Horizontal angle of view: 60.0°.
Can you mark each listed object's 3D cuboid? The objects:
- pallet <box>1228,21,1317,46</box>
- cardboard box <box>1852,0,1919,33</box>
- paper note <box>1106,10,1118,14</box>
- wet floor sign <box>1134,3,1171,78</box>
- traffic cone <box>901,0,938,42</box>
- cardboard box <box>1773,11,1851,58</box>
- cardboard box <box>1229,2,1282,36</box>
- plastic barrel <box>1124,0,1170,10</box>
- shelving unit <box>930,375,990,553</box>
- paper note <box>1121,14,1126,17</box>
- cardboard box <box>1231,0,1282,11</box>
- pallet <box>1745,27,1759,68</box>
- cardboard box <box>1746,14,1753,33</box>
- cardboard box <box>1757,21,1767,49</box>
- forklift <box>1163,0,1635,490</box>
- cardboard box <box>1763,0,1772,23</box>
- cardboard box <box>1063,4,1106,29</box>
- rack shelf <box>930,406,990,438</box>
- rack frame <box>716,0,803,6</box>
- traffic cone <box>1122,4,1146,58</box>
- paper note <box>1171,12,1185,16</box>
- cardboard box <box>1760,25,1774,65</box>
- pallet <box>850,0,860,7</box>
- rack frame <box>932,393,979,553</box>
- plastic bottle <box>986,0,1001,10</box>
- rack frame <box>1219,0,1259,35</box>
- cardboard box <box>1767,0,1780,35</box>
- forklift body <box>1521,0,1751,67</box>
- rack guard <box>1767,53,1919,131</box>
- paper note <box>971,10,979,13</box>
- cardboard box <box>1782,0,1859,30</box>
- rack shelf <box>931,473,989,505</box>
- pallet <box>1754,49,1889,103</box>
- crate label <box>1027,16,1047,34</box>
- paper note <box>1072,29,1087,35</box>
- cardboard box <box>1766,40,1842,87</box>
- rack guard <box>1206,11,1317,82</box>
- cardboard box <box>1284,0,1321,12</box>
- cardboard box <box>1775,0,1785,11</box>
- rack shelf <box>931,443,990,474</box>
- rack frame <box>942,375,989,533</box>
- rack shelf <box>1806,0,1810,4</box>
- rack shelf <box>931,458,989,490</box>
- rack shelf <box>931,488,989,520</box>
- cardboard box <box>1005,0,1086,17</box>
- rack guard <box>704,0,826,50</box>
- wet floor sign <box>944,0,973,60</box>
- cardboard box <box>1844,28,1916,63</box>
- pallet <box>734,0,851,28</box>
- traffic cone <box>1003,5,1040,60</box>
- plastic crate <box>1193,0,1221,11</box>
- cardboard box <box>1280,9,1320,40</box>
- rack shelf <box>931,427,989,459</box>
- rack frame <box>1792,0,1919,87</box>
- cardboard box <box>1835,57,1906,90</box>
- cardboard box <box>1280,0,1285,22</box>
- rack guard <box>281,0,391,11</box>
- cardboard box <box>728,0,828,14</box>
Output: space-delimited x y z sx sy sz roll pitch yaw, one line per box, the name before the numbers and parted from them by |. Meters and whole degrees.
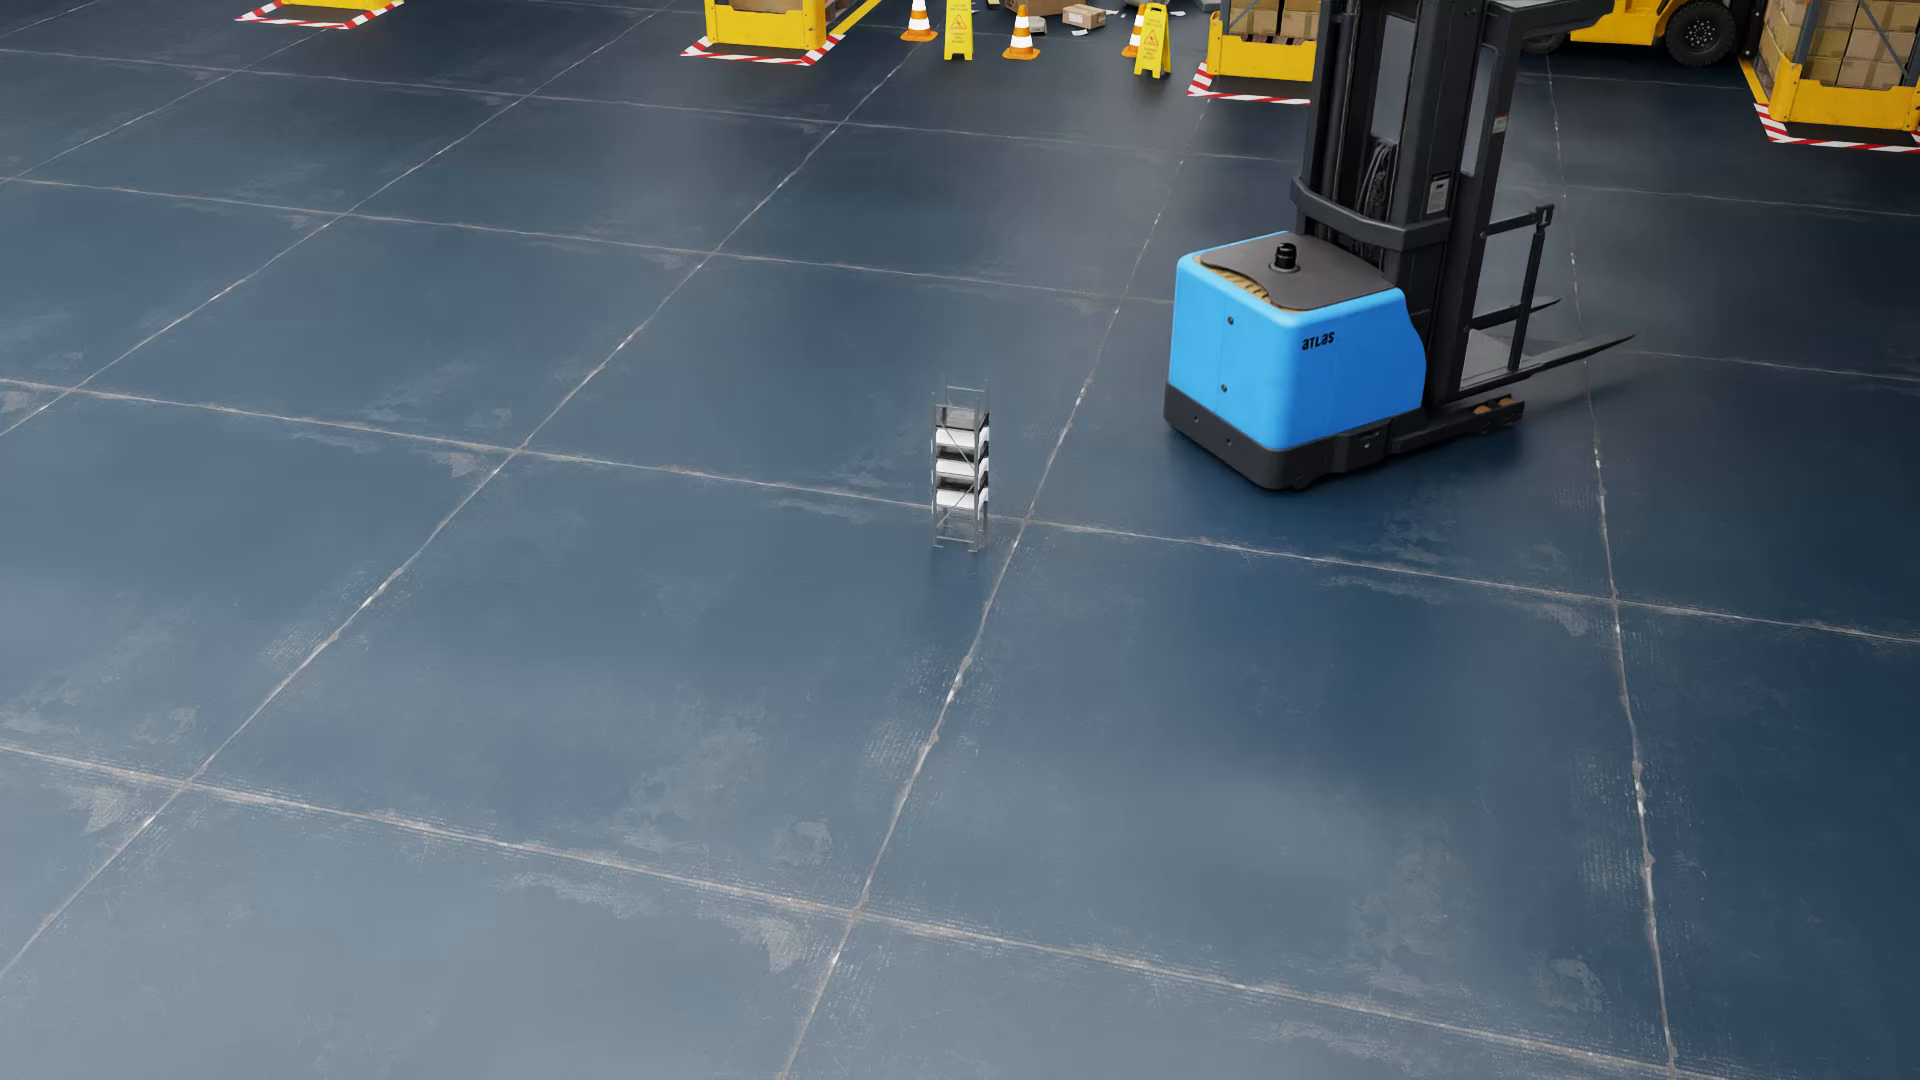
pallet | 3.157 -4.900 16.261 1.003 0.211 1.213 8 33 12
cardboard box | 8.005 -4.609 14.443 0.500 0.250 0.500 8 33 12
paper note | 1.573 -5.544 17.454 0.148 0.019 0.142 20 38 29
wet floor sign | 1.814 -4.674 15.501 0.267 0.644 0.232 20 38 29
traffic cone | -0.408 -5.253 16.582 0.336 0.463 0.334 8 33 12
cardboard box | 7.521 -4.469 14.690 0.500 0.250 0.500 8 33 12
cardboard box | 2.848 -5.106 16.157 0.500 0.250 0.500 8 33 12
plastic barrel | 1.957 -5.811 17.496 0.421 0.421 0.512 -21 38 -29
shelving unit | 0.002 -0.384 8.515 0.258 0.900 0.210 8 33 12
paper note | 1.704 -5.470 17.344 0.032 0.001 0.123 8 33 12
cardboard box | 2.849 -5.405 15.928 0.500 0.500 0.500 8 33 13
pallet | 8.165 -4.803 16.109 1.003 0.211 1.213 8 33 12
cardboard box | 7.894 -5.038 16.050 0.500 0.250 0.500 9 34 14
cardboard box | 7.784 -4.765 15.621 0.500 0.250 0.500 8 33 13
forklift | 2.727 -2.080 9.290 3.031 2.935 1.130 -17 36 -25
cardboard box | 7.769 -4.999 15.523 0.500 0.250 0.500 7 33 11
cardboard box | 1.276 -5.372 17.062 0.380 0.149 0.250 28 42 36
rack shelf | 0.002 -0.584 8.388 0.258 0.077 0.200 8 33 12
rack frame | -1.916 -6.242 15.772 1.000 3.000 0.127 8 33 12
traffic cone | 1.759 -4.948 16.103 0.336 0.463 0.334 8 33 12
paper note | 2.285 -5.513 17.394 0.142 0.019 0.148 -3 33 -4
cardboard box | 7.649 -4.507 15.215 0.500 0.250 0.500 8 33 12
pallet | -1.477 -6.122 18.183 1.003 0.211 1.213 8 33 12
rack frame | -0.024 -0.331 8.432 0.240 0.900 0.006 8 33 12
plastic bottle | 0.350 -5.700 17.659 0.133 0.061 0.283 -3 33 -4
rack frame | 2.898 -5.620 14.795 1.000 3.000 0.127 8 33 12
cardboard box | 7.658 -4.728 15.097 0.500 0.250 0.500 8 33 12
forklift body | 6.416 -5.821 15.901 2.313 2.155 1.214 8 33 12
rack guard | 7.694 -3.879 14.386 1.175 0.500 0.348 8 33 12
paper note | 0.113 -5.549 17.452 0.144 0.017 0.142 20 38 29
cardboard box | 7.515 -4.667 14.534 0.500 0.250 0.500 9 34 14
rack shelf | 0.002 -0.280 8.581 0.258 0.077 0.200 8 33 12
pallet | 7.853 -4.172 15.116 1.003 0.211 1.213 8 33 12
crate label | 0.738 -5.202 16.805 0.250 0.136 0.298 -8 33 -13
paper note | 1.212 -5.129 16.789 0.148 0.019 0.142 -3 33 -4
cardboard box | 7.513 -4.250 14.811 0.500 0.250 0.500 8 33 13
rack guard | 2.917 -4.605 15.527 1.175 0.500 0.348 8 33 12
cardboard box | 3.375 -5.347 15.837 0.500 0.500 0.500 7 33 11
cardboard box | 7.639 -4.932 14.952 0.500 0.250 0.500 9 33 13
rack shelf | 0.002 -0.432 8.485 0.258 0.077 0.200 8 33 12
rack frame | 0.028 -0.437 8.598 0.240 0.900 0.006 8 33 12
rack shelf | 8.207 -5.681 15.560 1.077 0.370 4.000 8 33 12
rack shelf | 0.002 -0.356 8.533 0.258 0.077 0.200 8 33 12
rack shelf | 0.002 -0.204 8.630 0.258 0.077 0.200 8 33 12
cardboard box | 0.894 -5.823 17.441 0.797 0.503 0.637 -14 35 -21
rack guard | -1.922 -5.174 16.423 1.175 0.500 0.348 8 33 12
wet floor sign | -0.008 -4.964 15.956 0.267 0.644 0.232 3 33 4
cardboard box | 8.020 -4.390 14.565 0.500 0.250 0.500 9 33 13
pallet | -1.789 -5.491 17.190 1.003 0.211 1.213 8 33 12
traffic cone | 0.599 -4.923 16.063 0.336 0.463 0.334 8 33 12
plastic crate | 2.721 -5.761 17.737 0.402 0.080 0.583 -3 33 -4
cardboard box | 3.370 -5.018 16.019 0.500 0.250 0.500 8 33 12
rack shelf | 0.002 -0.508 8.437 0.258 0.077 0.200 8 33 12
rack frame | 7.700 -4.946 13.735 1.000 3.000 0.127 8 33 12
cardboard box | 8.013 -4.192 14.719 0.500 0.250 0.500 8 33 13
cardboard box | 2.982 -5.361 16.558 0.500 0.250 0.500 8 33 13
rack guard | -6.669 -5.954 17.650 1.175 0.500 0.348 8 33 12
cardboard box | -1.808 -5.883 16.798 0.875 0.875 0.875 8 33 13
